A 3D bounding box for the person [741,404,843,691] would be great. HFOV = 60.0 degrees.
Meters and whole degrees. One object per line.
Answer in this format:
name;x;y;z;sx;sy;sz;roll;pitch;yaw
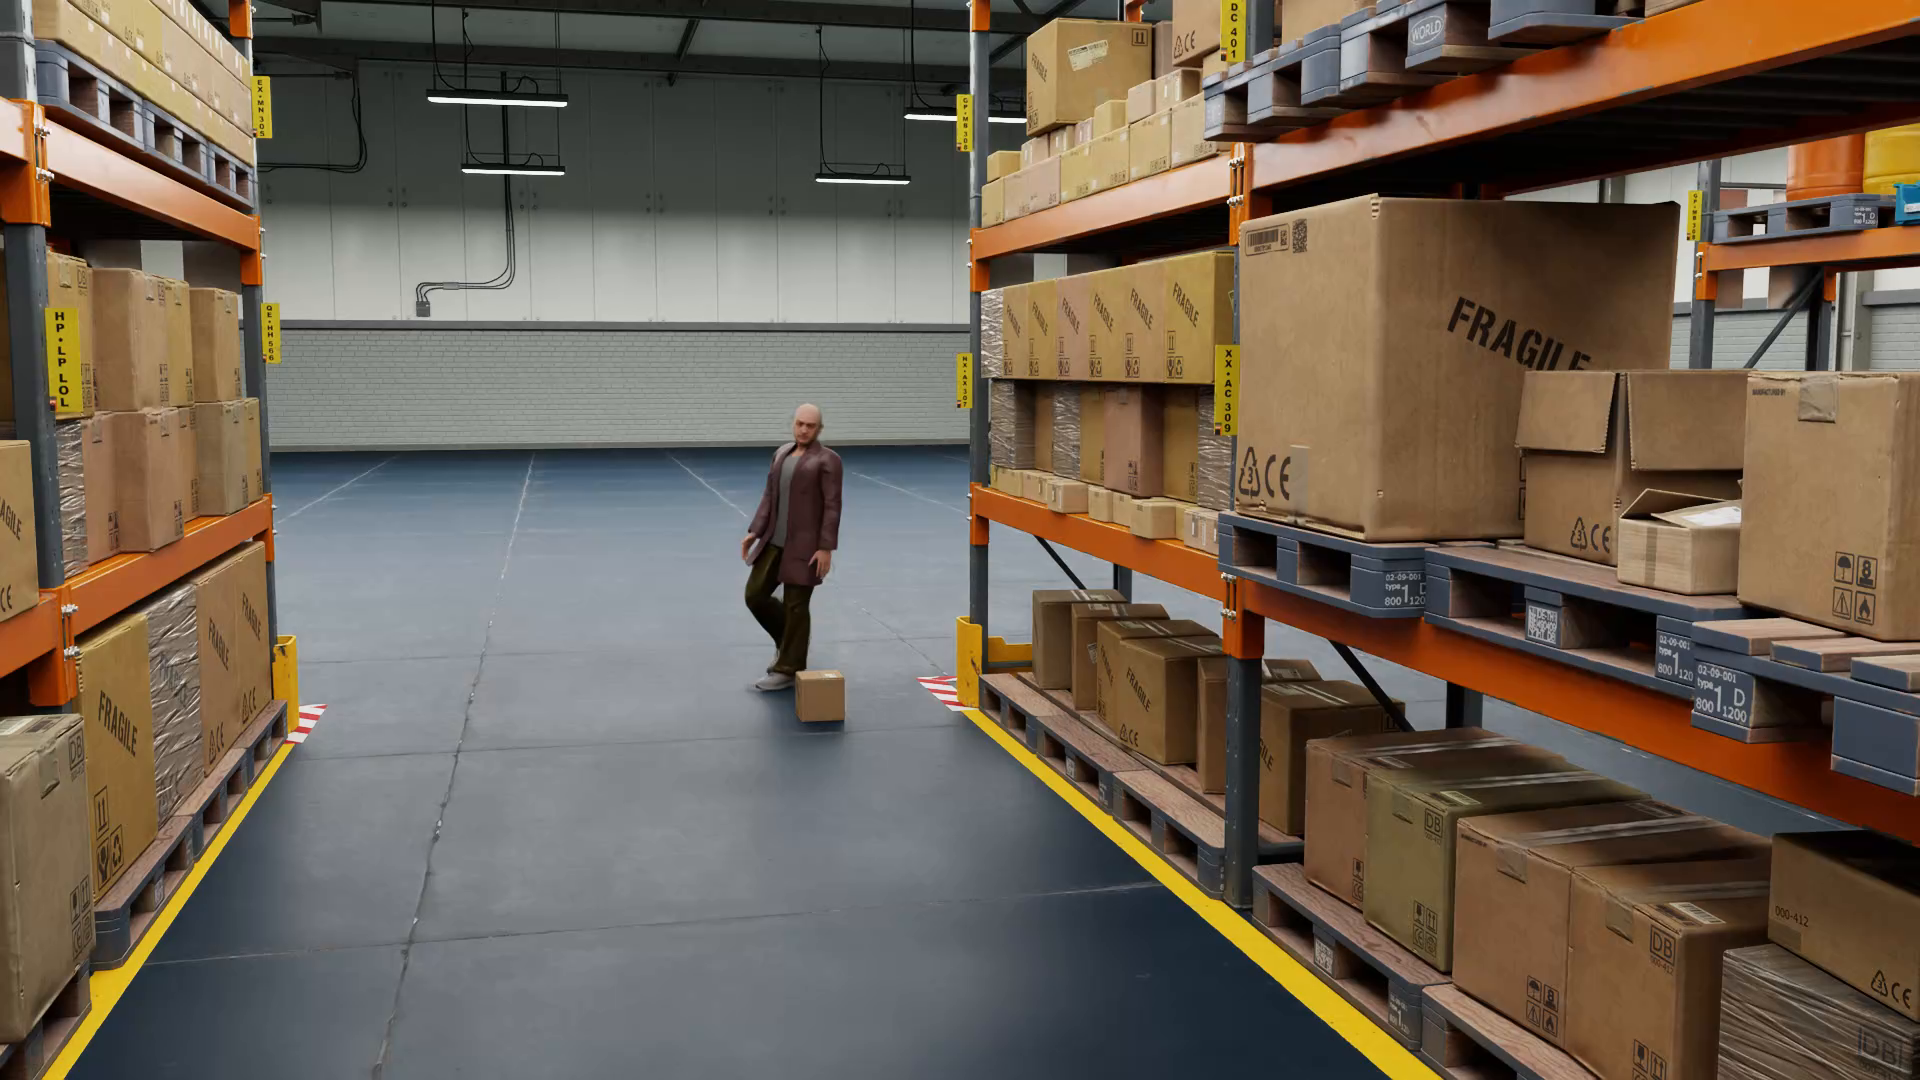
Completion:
person;-1.025;0.041;10.398;0.619;1.779;0.558;5;8;40
